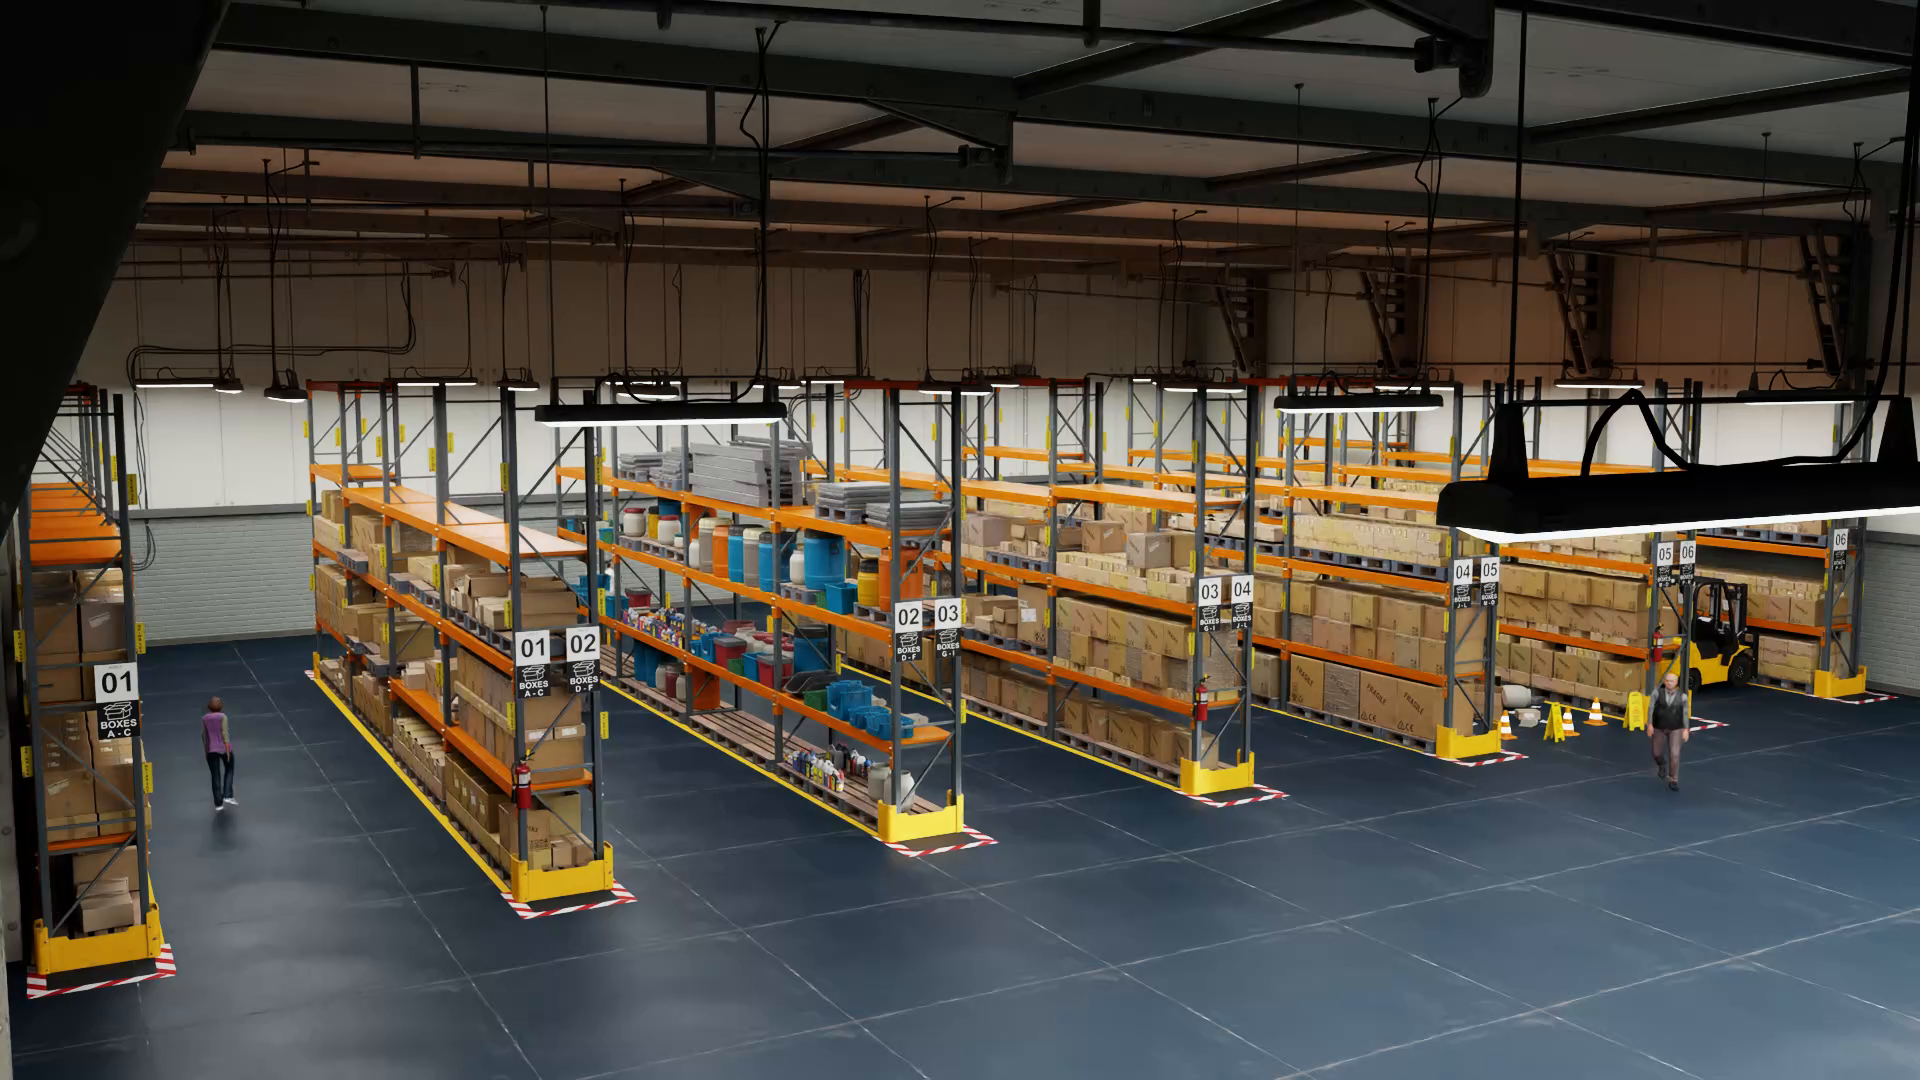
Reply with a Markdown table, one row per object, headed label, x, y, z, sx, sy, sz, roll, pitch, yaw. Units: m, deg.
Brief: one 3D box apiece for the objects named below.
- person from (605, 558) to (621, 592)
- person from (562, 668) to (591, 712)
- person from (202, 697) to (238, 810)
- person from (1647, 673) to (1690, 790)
| label | x | y | z | sx | sy | sz | roll | pitch | yaw |
| --- | --- | --- | --- | --- | --- | --- | --- | --- | --- |
| person | -8.431 | 1.232 | 40.148 | 0.935 | 1.647 | 0.458 | -1 | 6 | -10 |
| person | -6.948 | 2.329 | 30.070 | 0.503 | 1.634 | 0.490 | 0 | 6 | -3 |
| person | -10.538 | 3.047 | 23.595 | 0.416 | 1.591 | 0.514 | -2 | 6 | -16 |
| person | 10.599 | 2.829 | 24.892 | 0.582 | 1.703 | 0.788 | 3 | 7 | 23 |
